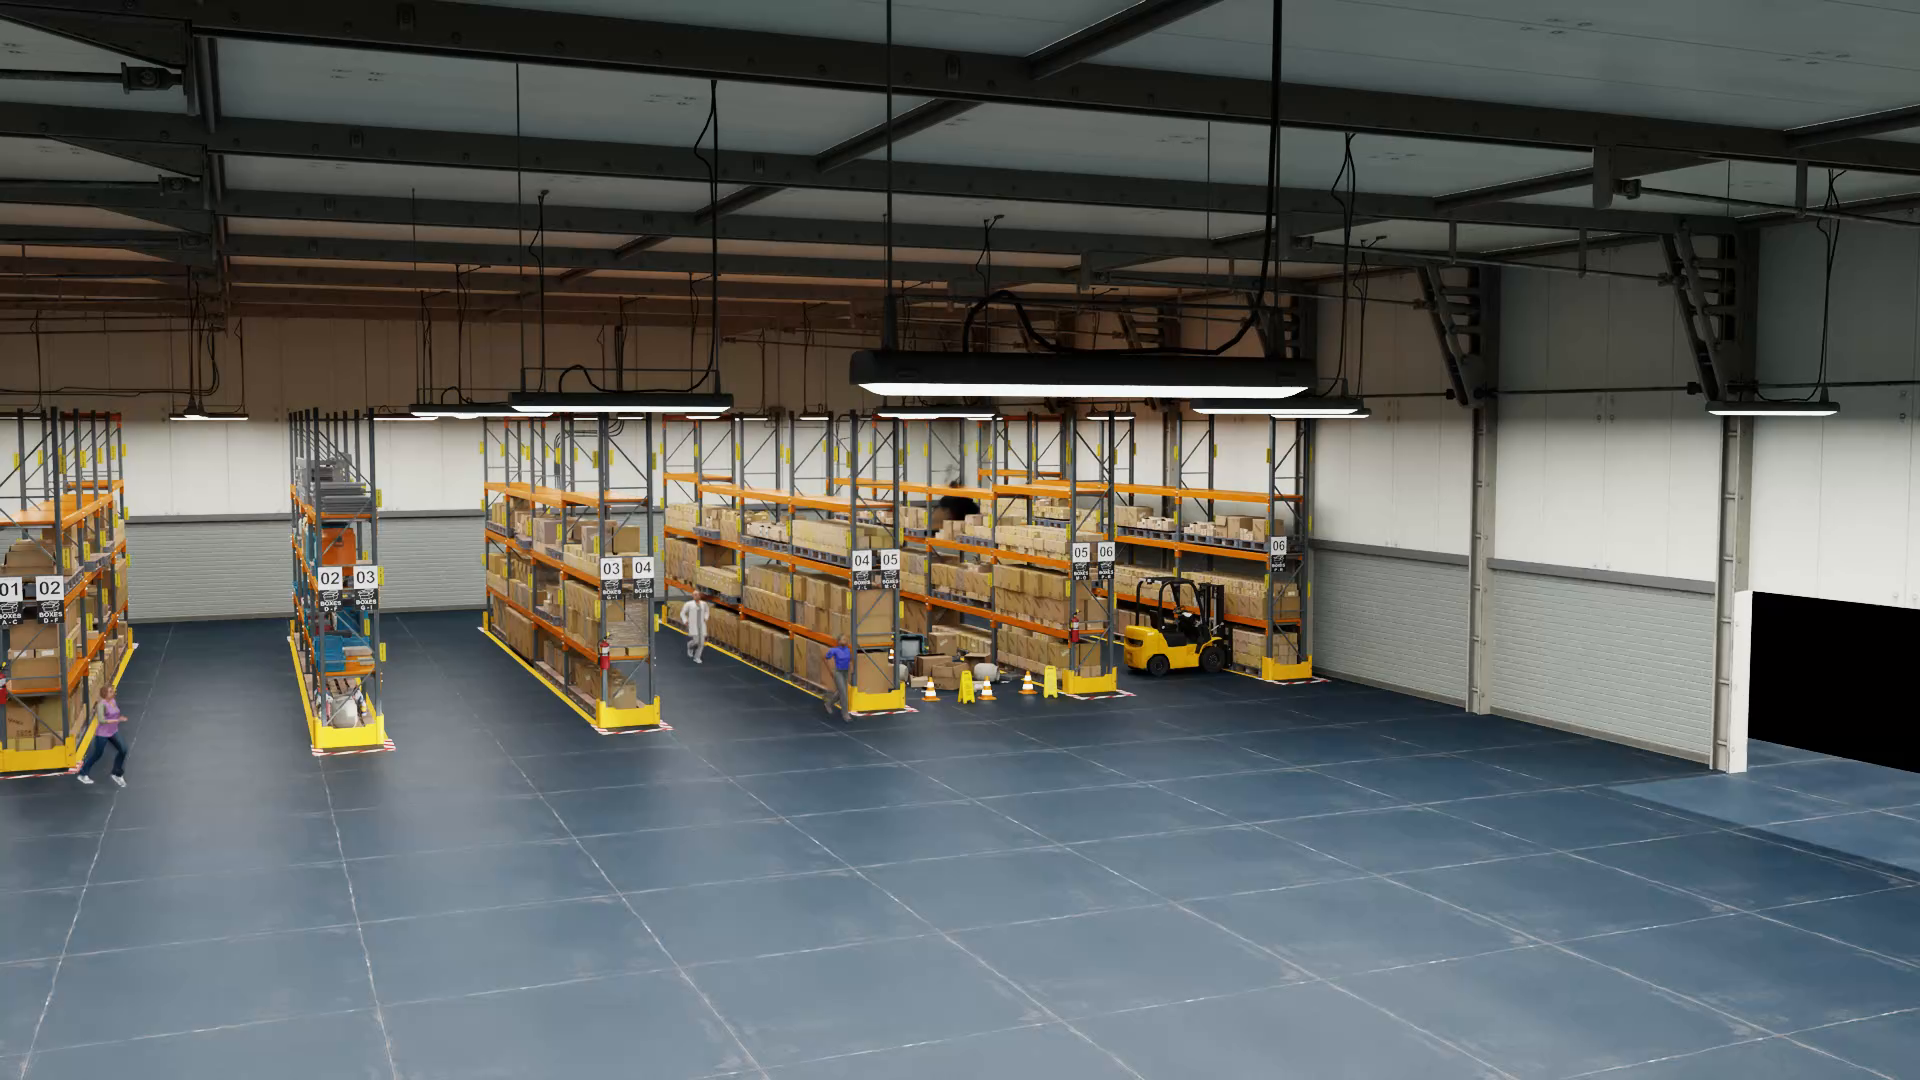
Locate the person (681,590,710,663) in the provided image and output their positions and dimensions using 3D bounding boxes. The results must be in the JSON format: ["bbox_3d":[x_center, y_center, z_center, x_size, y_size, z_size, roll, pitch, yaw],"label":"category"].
[{"bbox_3d":[-6.307,2.074,39.837,0.710,1.731,0.637,-2,5,-28],"label":"person"}]

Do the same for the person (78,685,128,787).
[{"bbox_3d":[-13.460,3.136,26.201,0.837,1.535,0.546,1,4,10],"label":"person"}]

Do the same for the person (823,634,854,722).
[{"bbox_3d":[-2.337,2.700,32.266,0.881,1.583,0.598,3,5,41],"label":"person"}]
